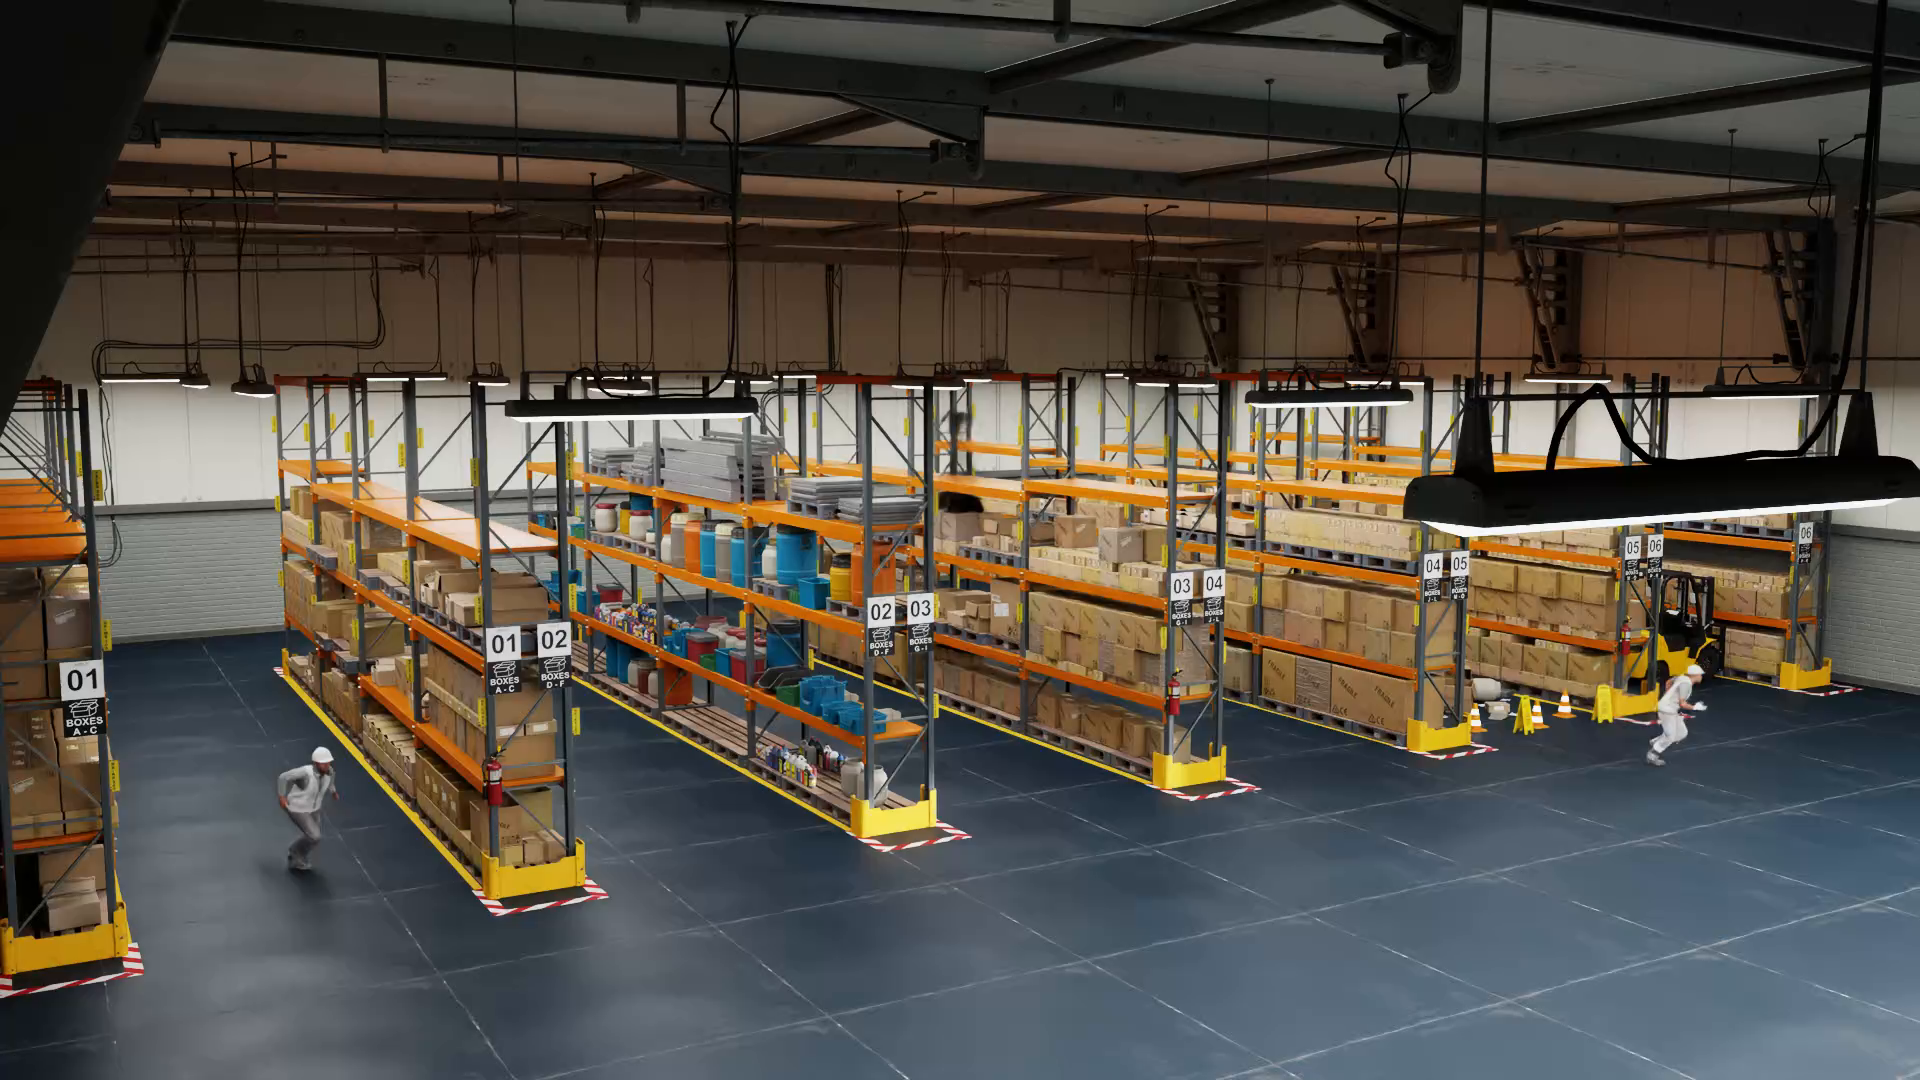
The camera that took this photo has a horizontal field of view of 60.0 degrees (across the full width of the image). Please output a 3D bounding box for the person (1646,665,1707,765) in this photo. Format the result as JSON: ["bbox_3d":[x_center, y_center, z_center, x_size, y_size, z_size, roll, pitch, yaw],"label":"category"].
[{"bbox_3d":[11.158,2.709,25.881,0.830,1.603,0.696,2,7,22],"label":"person"}]

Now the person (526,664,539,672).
[{"bbox_3d":[-7.547,2.342,29.304,0.555,1.614,0.780,-4,7,-29],"label":"person"}]

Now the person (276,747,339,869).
[{"bbox_3d":[-7.998,3.310,20.389,0.867,1.599,0.684,3,7,28],"label":"person"}]
